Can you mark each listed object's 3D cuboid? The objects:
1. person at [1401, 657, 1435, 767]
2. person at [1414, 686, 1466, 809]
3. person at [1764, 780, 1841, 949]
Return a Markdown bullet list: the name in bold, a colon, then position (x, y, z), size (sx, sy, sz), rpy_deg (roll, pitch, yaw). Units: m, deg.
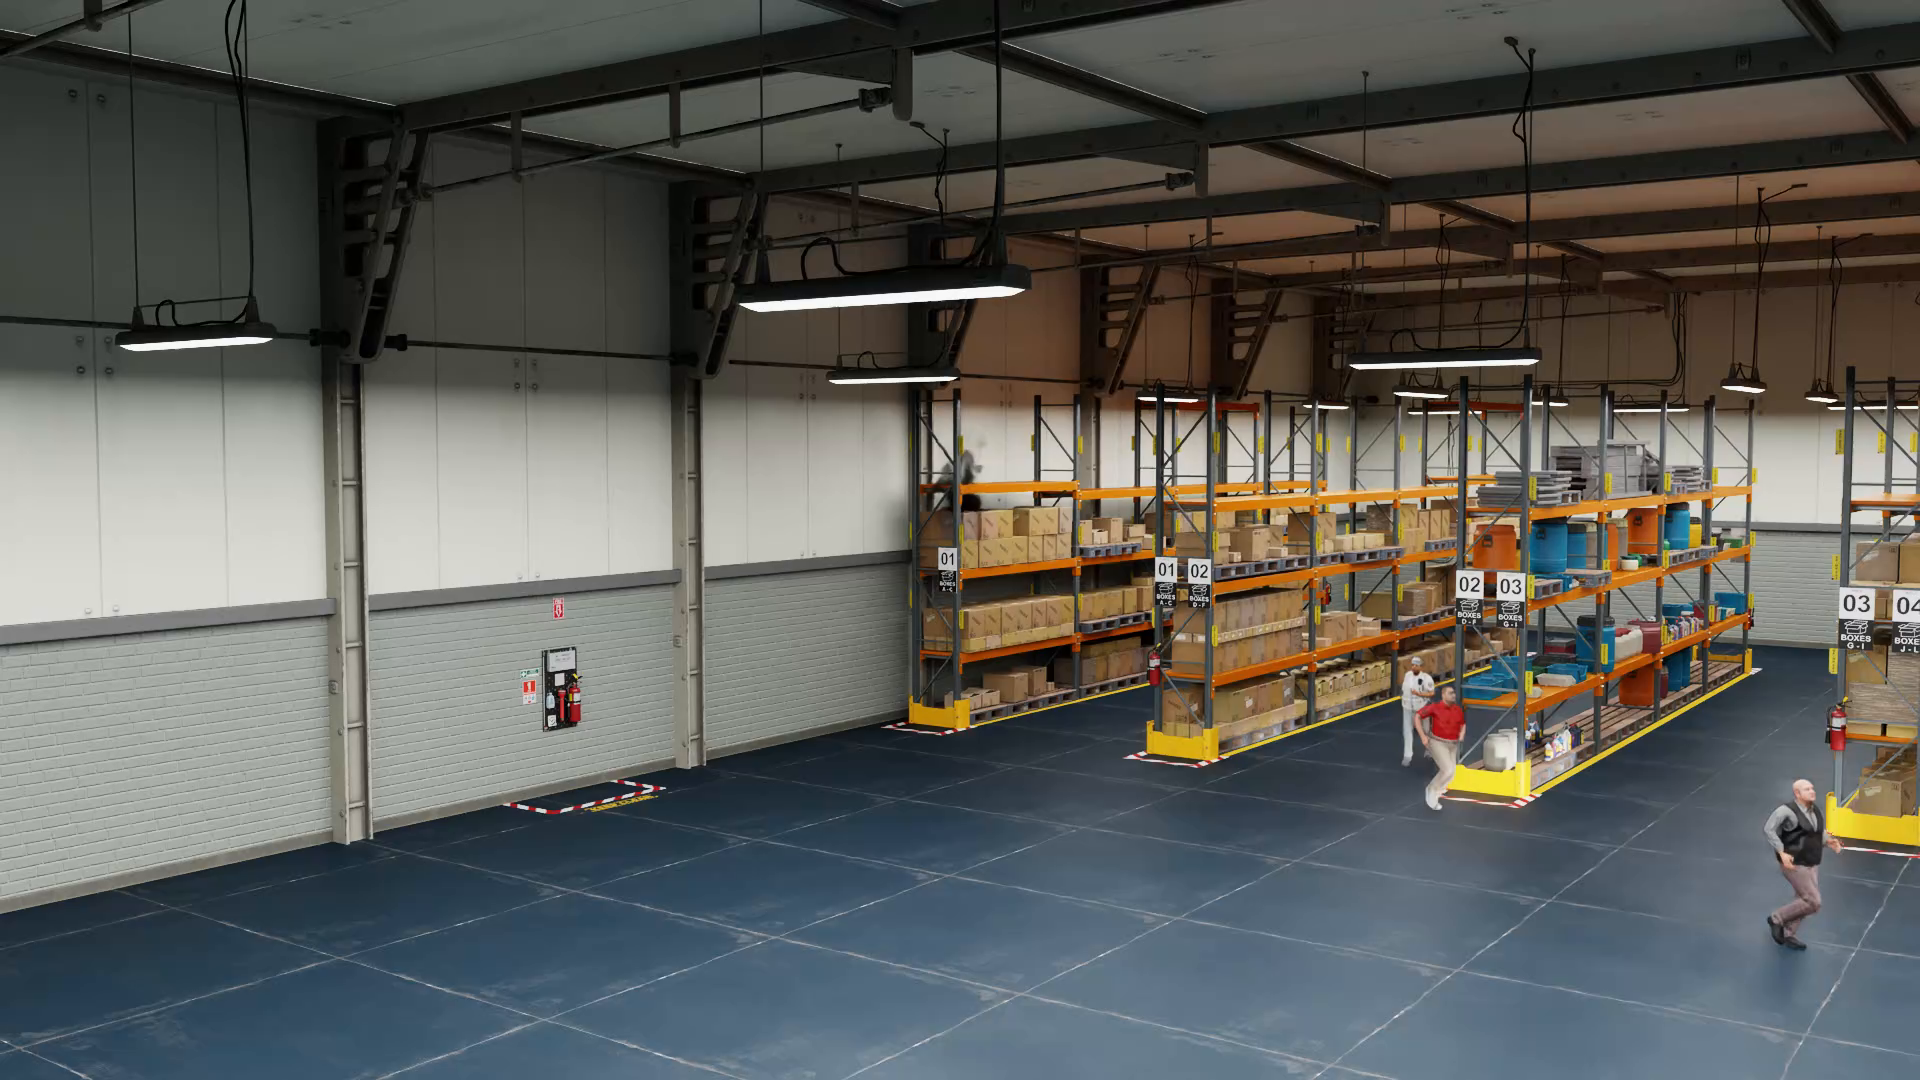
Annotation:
- **person**: position (7.180, 2.664, 26.082), size (0.599, 1.661, 0.937), rpy_deg (2, 4, 35)
- **person**: position (6.688, 2.860, 22.885), size (0.690, 1.680, 0.608), rpy_deg (-2, 4, -28)
- **person**: position (8.376, 3.217, 16.454), size (0.645, 1.687, 0.584), rpy_deg (-2, 4, -28)
